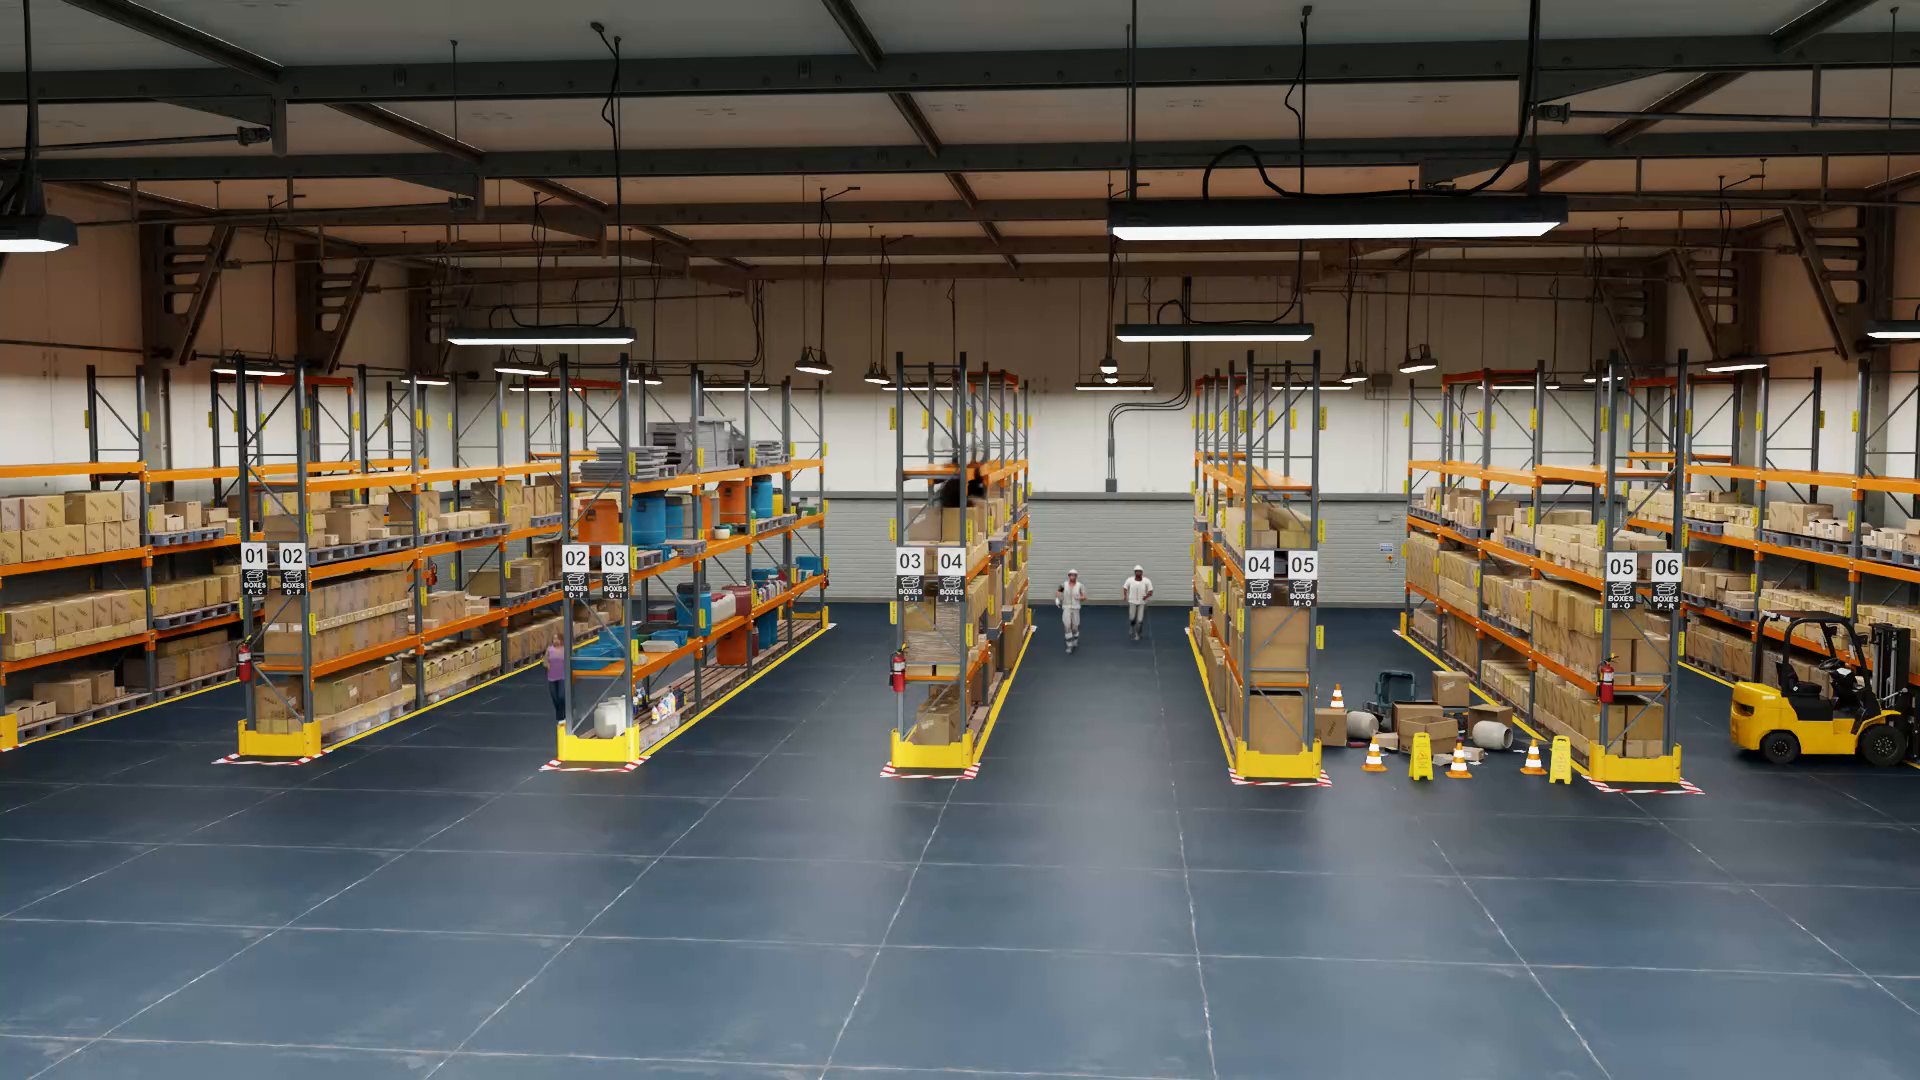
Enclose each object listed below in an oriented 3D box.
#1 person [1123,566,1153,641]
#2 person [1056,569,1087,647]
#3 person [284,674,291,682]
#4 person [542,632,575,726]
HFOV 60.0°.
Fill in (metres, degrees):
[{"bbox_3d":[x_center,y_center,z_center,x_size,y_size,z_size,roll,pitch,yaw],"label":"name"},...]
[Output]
[{"bbox_3d":[4.061,1.444,38.030,0.697,1.723,0.573,1,4,10],"label":"person"},{"bbox_3d":[2.425,1.469,36.281,0.672,1.673,0.768,0,4,2],"label":"person"},{"bbox_3d":[-11.317,2.033,28.360,0.662,1.678,0.817,0,4,3],"label":"person"},{"bbox_3d":[-6.503,2.338,26.941,0.517,1.515,0.631,0,4,2],"label":"person"}]
